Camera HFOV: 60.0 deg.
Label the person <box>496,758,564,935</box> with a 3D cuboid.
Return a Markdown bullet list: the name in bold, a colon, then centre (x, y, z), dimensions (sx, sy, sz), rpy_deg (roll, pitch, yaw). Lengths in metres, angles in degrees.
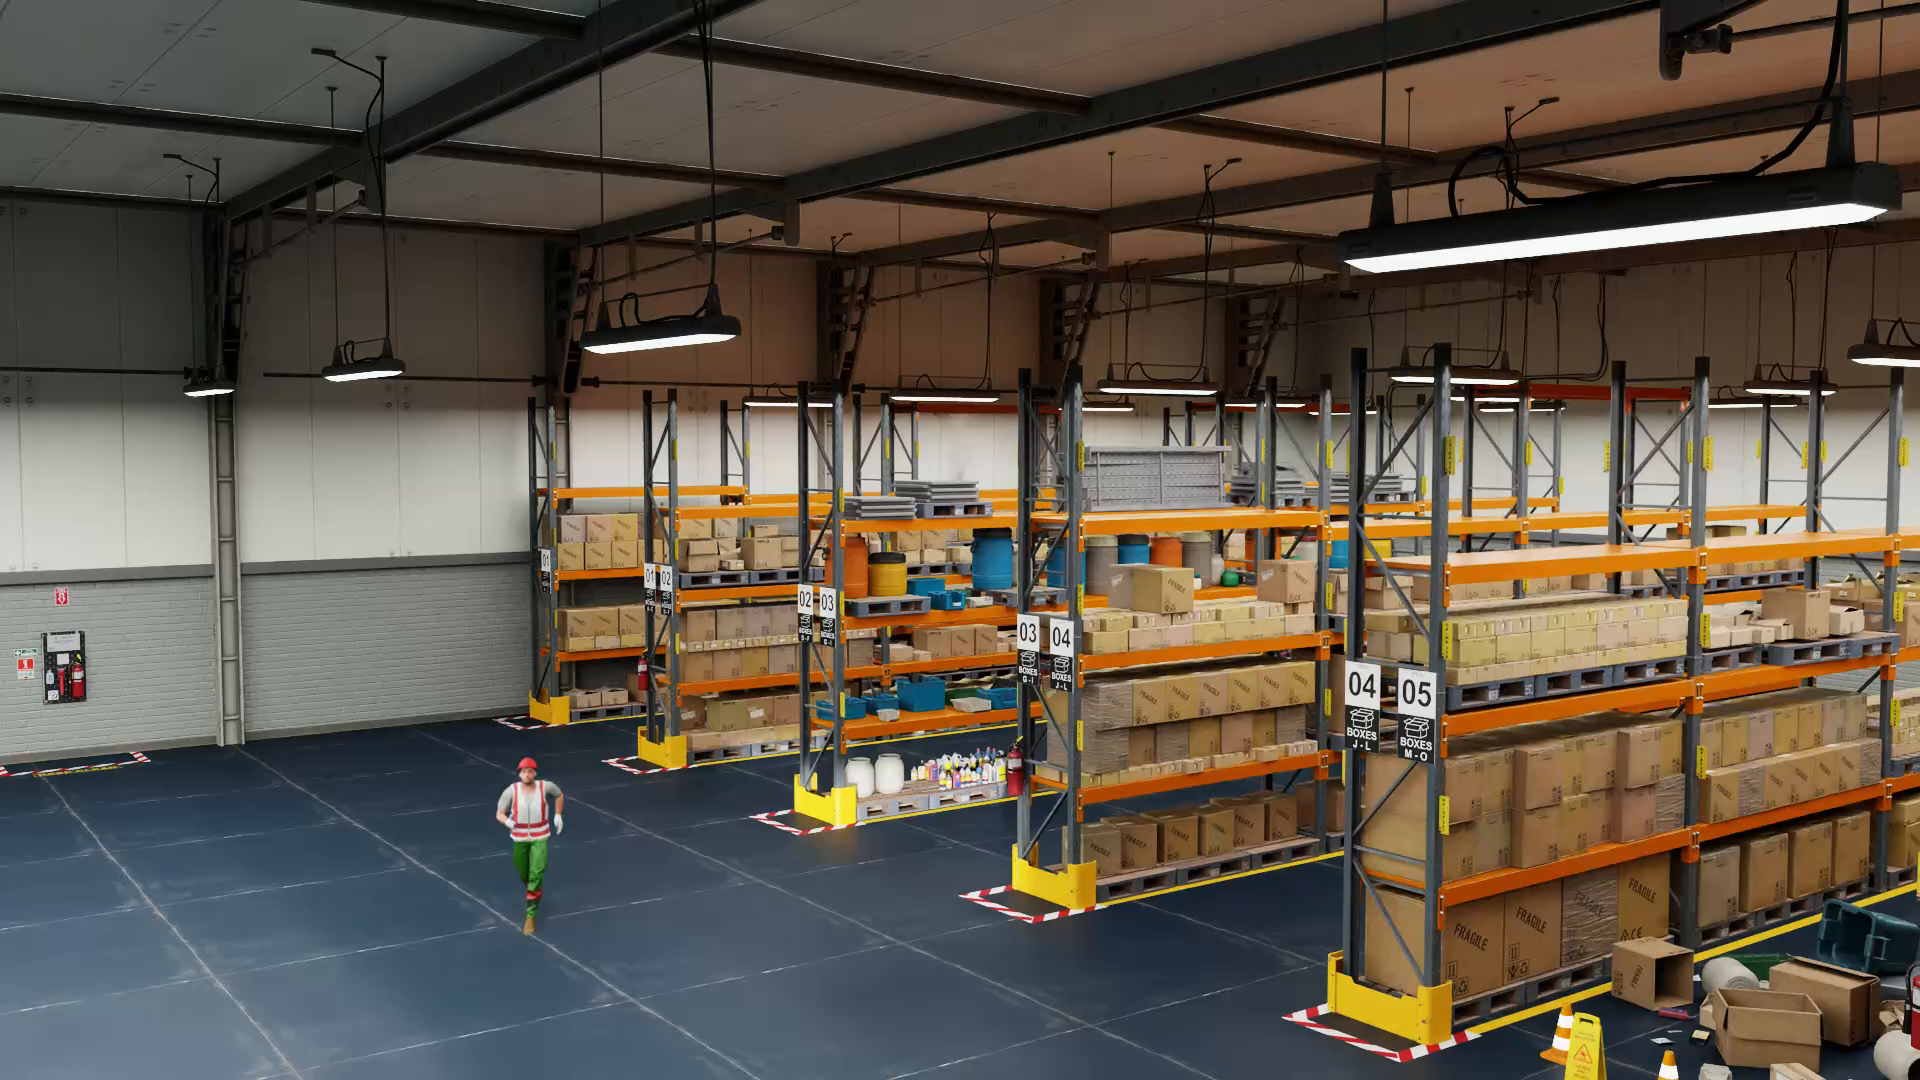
- **person**: centre (-4.611, 3.231, 17.847), dimensions (0.687, 1.831, 0.951), rpy_deg (-1, 3, -11)

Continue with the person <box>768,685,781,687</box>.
- **person**: centre (-3.272, 2.547, 29.881), dimensions (1.028, 1.766, 0.714), rpy_deg (-3, 4, -40)
